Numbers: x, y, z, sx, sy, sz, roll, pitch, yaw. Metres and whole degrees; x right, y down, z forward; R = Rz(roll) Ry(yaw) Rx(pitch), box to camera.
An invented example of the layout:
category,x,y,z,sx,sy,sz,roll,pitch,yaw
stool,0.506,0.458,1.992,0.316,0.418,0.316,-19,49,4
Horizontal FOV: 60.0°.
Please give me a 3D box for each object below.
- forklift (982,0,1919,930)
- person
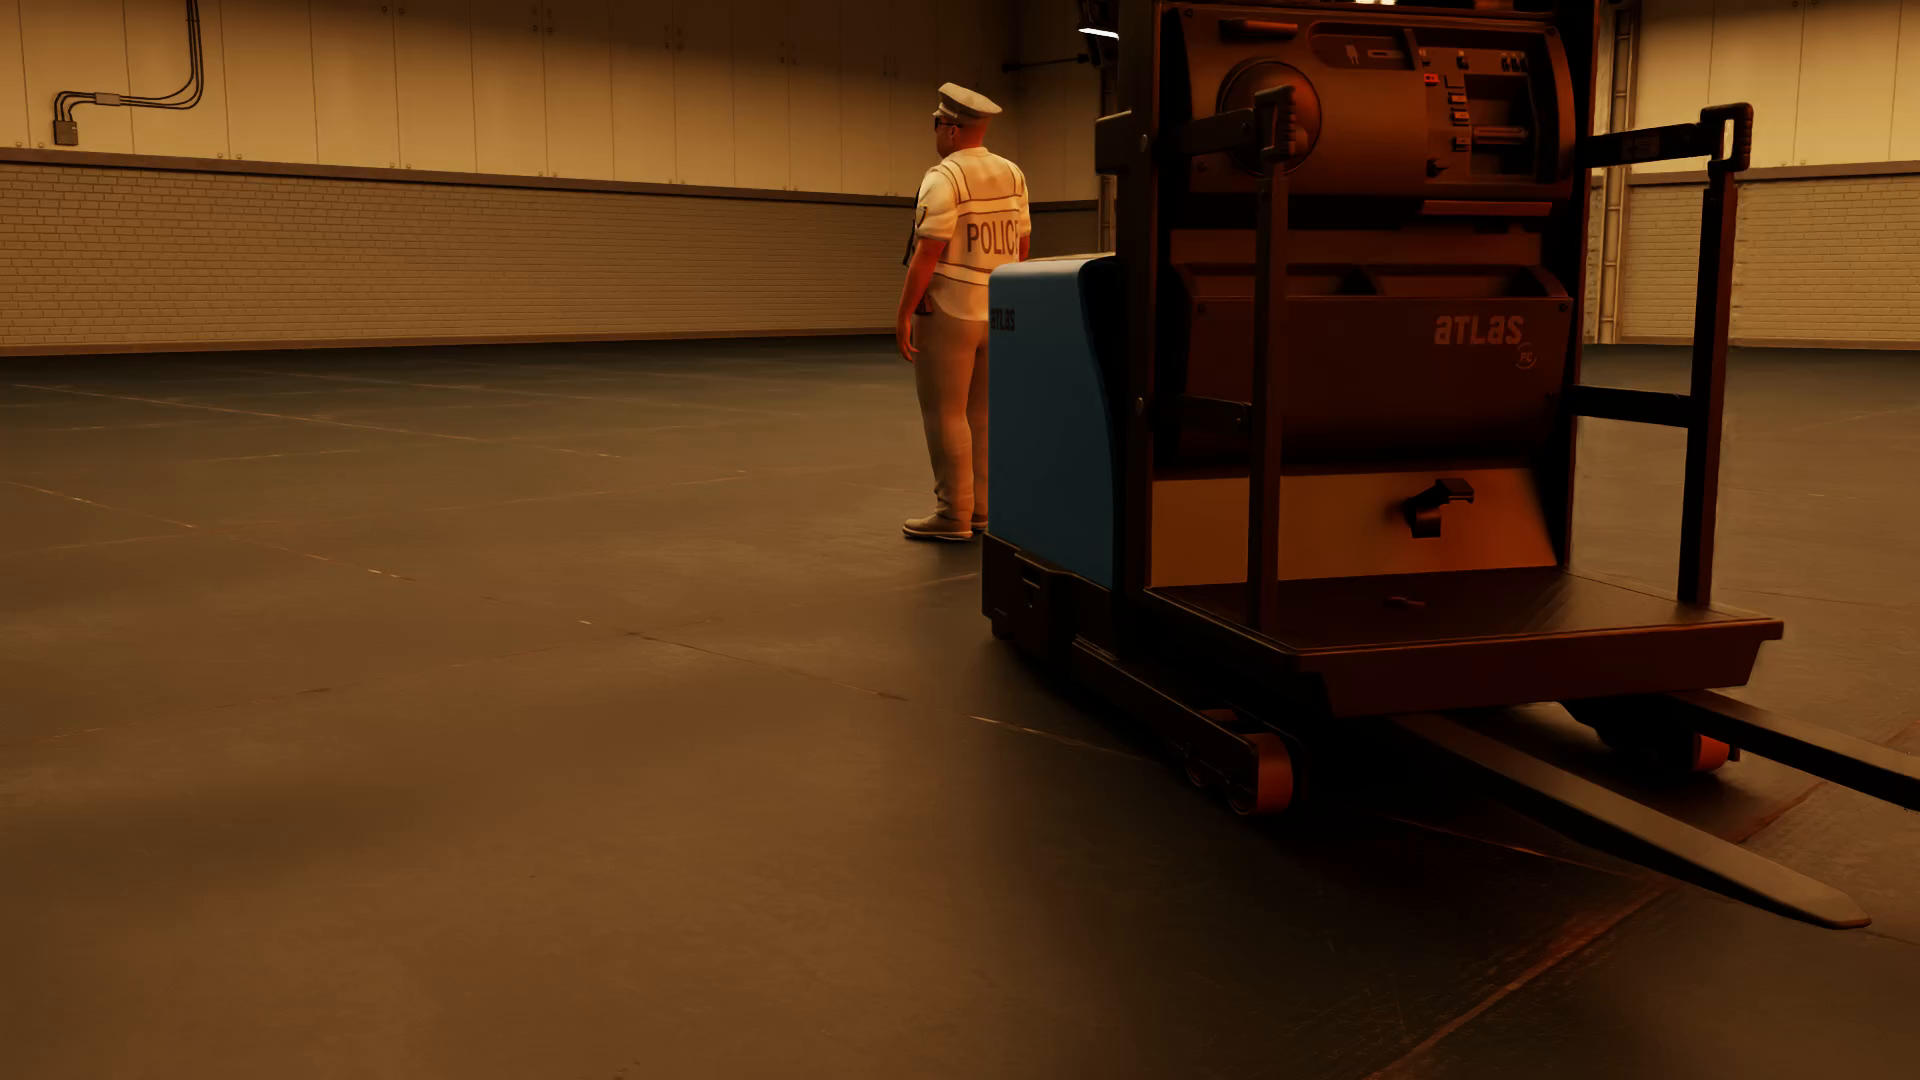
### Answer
category,x,y,z,sx,sy,sz,roll,pitch,yaw
forklift,0.971,-0.982,3.397,1.130,2.935,3.031,-3,9,-16
person,-0.048,-0.897,6.645,0.574,1.778,0.641,8,12,43
